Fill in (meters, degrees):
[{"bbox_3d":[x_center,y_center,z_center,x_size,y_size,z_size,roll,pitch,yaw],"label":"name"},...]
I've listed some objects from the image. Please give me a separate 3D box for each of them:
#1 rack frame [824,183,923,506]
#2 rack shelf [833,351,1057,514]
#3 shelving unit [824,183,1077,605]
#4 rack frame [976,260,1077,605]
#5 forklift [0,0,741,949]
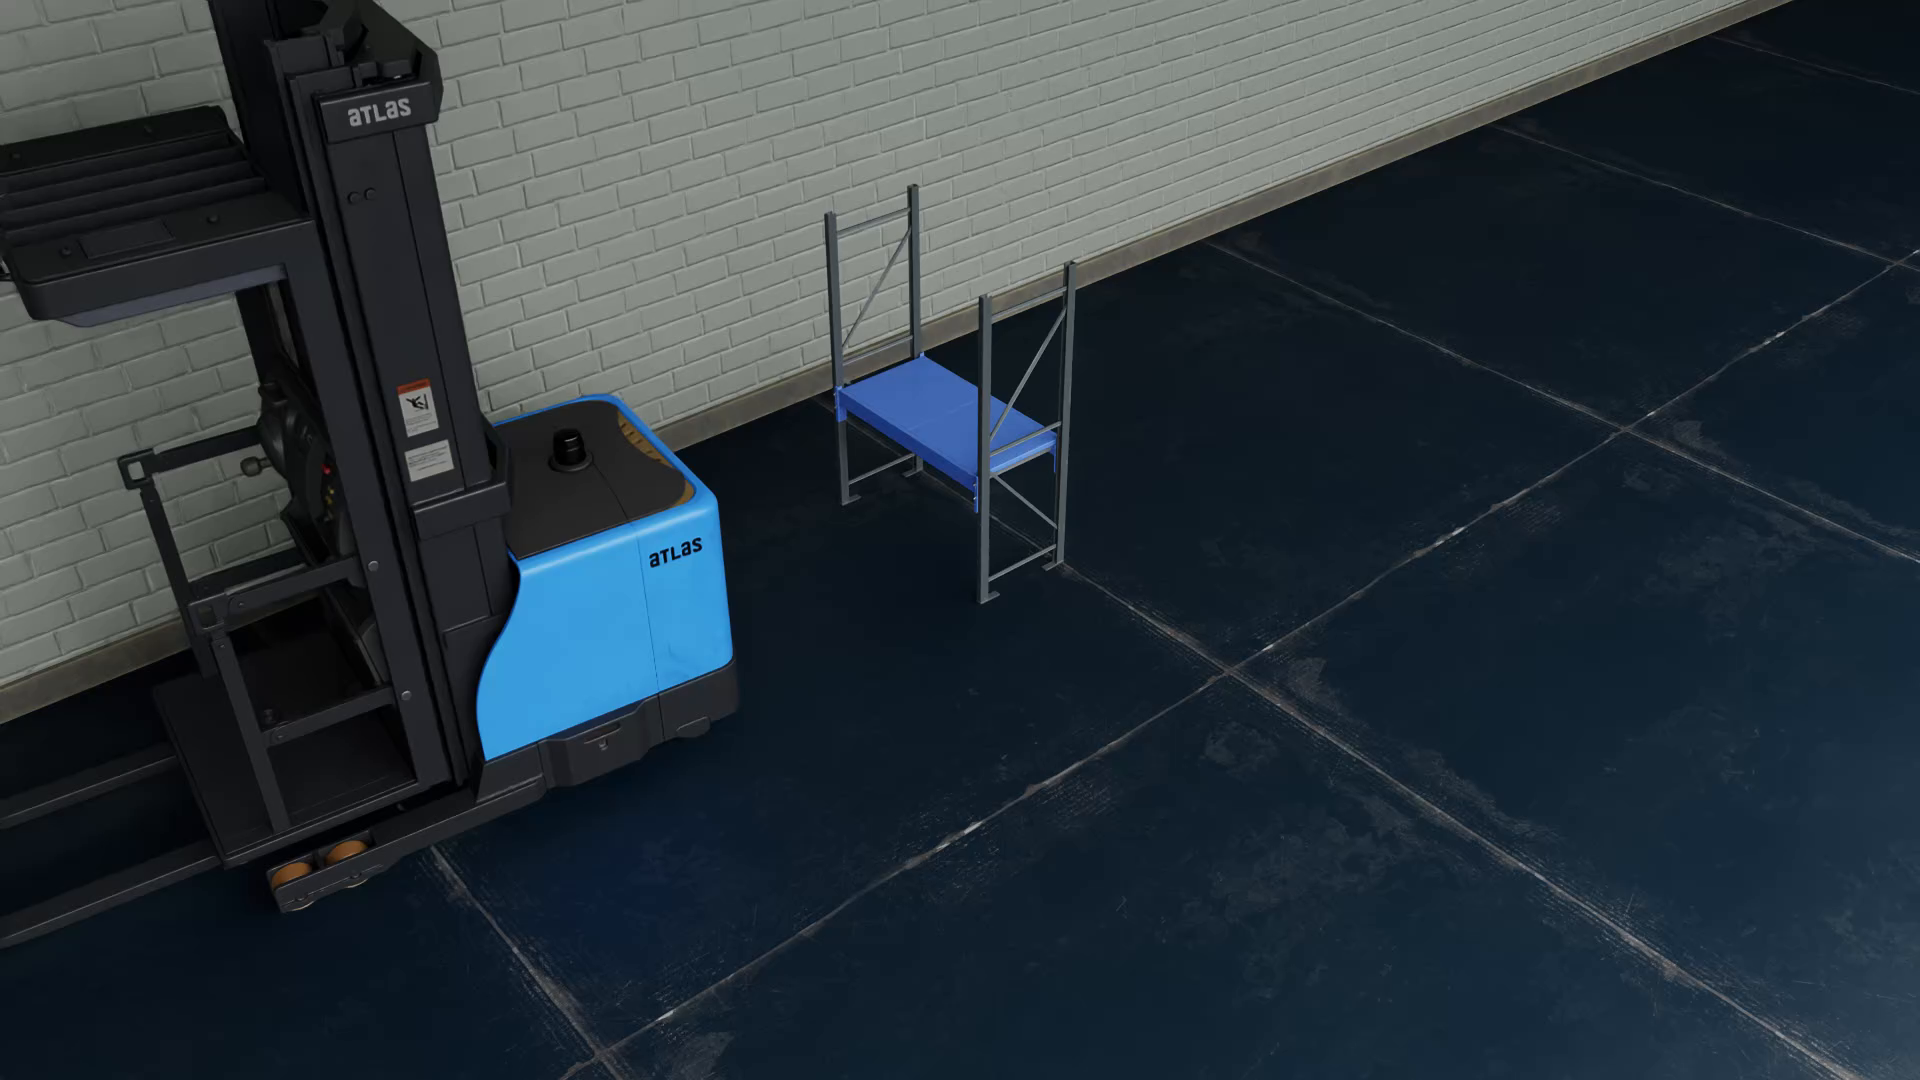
[{"bbox_3d":[-0.383,-0.874,7.687,0.500,1.500,0.032,-26,43,-32],"label":"rack frame"},{"bbox_3d":[-0.055,-0.503,7.474,0.538,0.185,1.000,-26,43,-32],"label":"rack shelf"},{"bbox_3d":[-0.055,-0.650,7.370,0.538,1.500,1.048,-26,43,-32],"label":"shelving unit"},{"bbox_3d":[0.273,-0.425,7.053,0.500,1.500,0.032,-26,43,-32],"label":"rack frame"},{"bbox_3d":[-2.392,-0.234,5.545,3.031,2.935,1.130,-21,40,-27],"label":"forklift"}]
